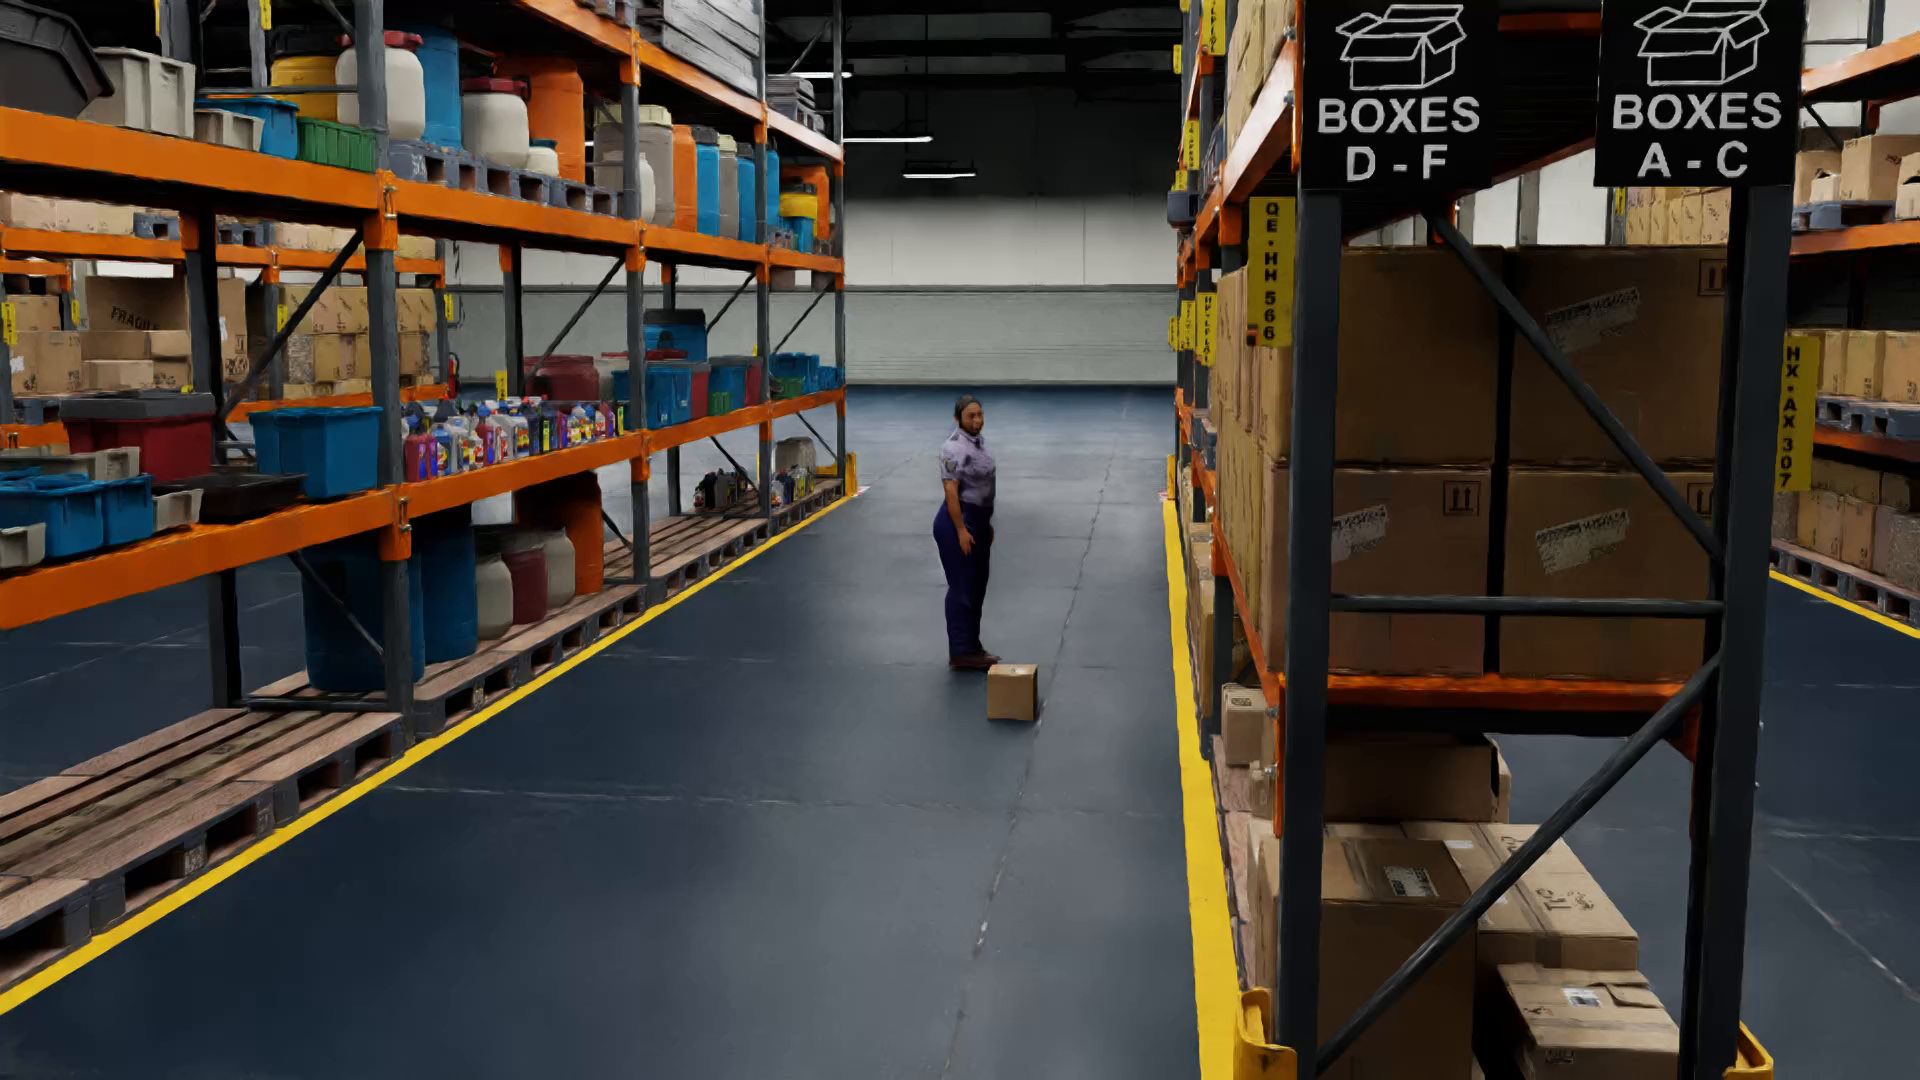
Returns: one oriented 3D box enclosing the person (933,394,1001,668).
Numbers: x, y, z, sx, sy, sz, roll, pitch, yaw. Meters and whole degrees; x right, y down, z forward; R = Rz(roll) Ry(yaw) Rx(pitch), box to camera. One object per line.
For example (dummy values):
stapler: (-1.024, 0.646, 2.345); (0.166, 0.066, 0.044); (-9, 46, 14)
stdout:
person: (0.059, -0.040, 10.171); (0.399, 1.678, 0.529); (3, 8, 19)
